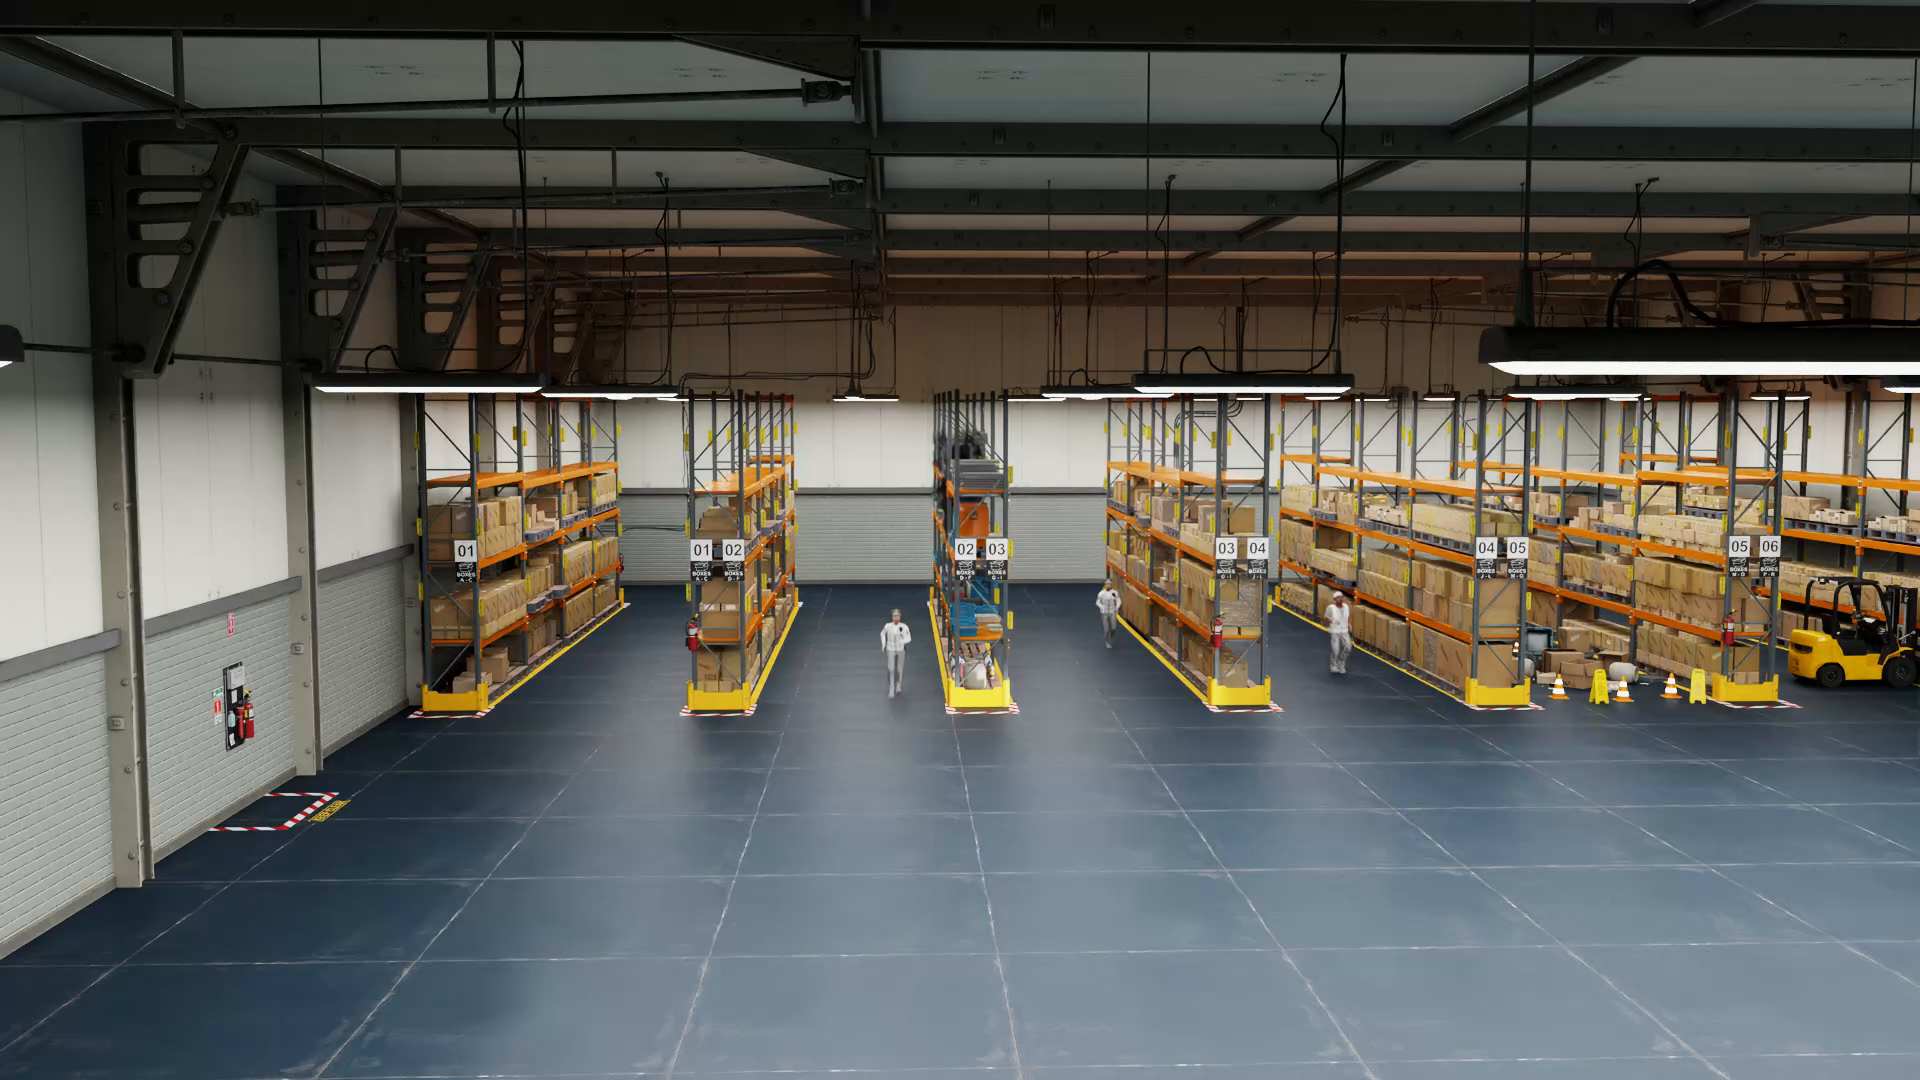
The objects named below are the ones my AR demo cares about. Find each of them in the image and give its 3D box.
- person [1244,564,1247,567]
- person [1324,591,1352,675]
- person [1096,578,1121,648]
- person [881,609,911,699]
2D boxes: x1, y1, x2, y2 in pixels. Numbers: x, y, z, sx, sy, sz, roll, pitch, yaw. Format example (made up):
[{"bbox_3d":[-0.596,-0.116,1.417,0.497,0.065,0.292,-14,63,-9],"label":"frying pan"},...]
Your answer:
[{"bbox_3d":[7.826,0.999,48.177,0.794,1.620,0.719,-3,6,-32],"label":"person"},{"bbox_3d":[8.042,1.974,35.157,0.660,1.776,0.641,-1,5,-9],"label":"person"},{"bbox_3d":[3.491,1.717,38.910,0.589,1.653,0.528,0,5,0],"label":"person"},{"bbox_3d":[-1.257,2.218,32.654,0.588,1.742,0.773,0,5,-2],"label":"person"}]
